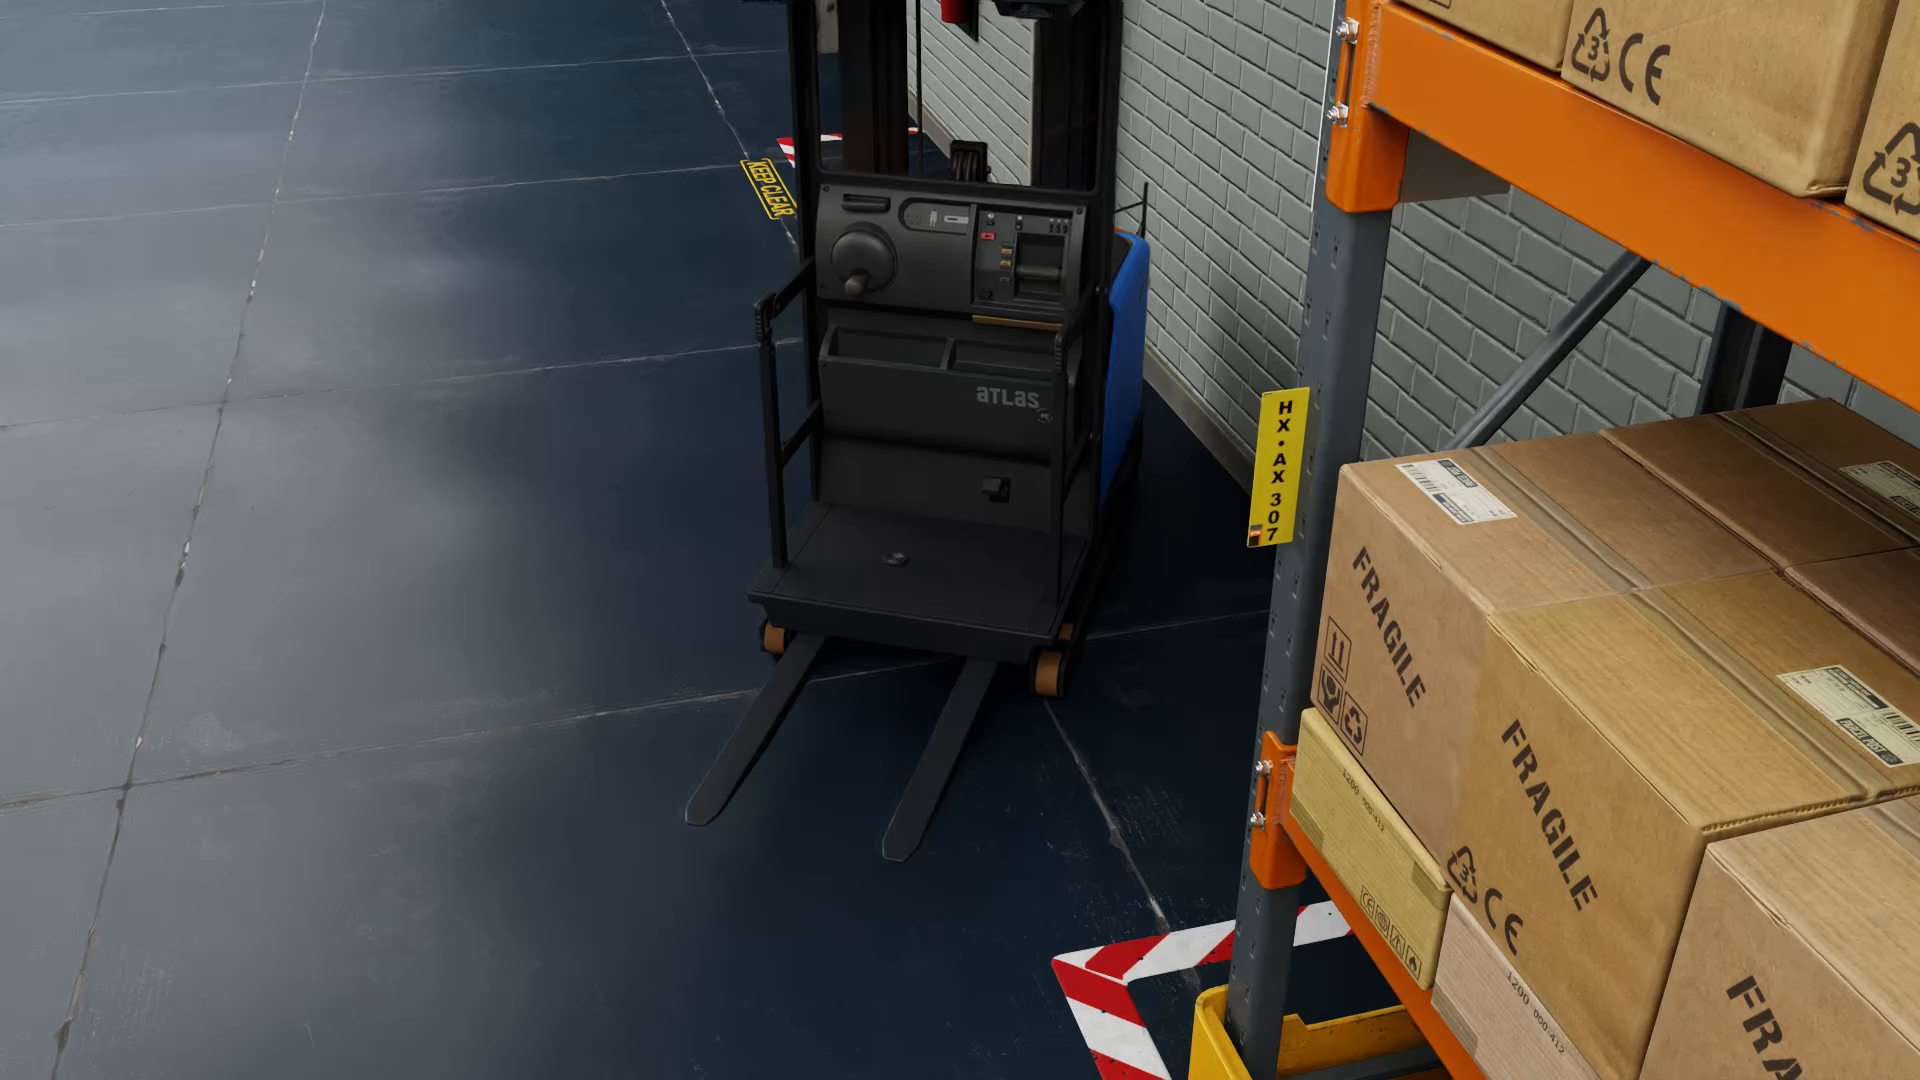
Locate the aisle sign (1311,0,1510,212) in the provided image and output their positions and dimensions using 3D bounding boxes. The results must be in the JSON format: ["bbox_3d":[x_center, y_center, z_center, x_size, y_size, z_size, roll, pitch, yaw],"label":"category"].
[{"bbox_3d":[0.815,-0.951,2.803,0.394,0.787,0.004,-8,31,-13],"label":"aisle sign"}]

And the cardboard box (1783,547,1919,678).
[{"bbox_3d":[1.577,0.345,2.541,0.500,0.500,0.500,-7,31,-13],"label":"cardboard box"}]

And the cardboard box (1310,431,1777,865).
[{"bbox_3d":[0.960,0.171,2.841,0.500,0.500,0.500,-8,31,-13],"label":"cardboard box"}]

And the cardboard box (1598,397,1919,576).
[{"bbox_3d":[1.453,0.100,2.964,0.500,0.500,0.500,-8,31,-14],"label":"cardboard box"}]

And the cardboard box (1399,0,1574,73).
[{"bbox_3d":[0.971,-0.986,2.345,0.500,0.500,0.500,-7,31,-12],"label":"cardboard box"}]

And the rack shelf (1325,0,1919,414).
[{"bbox_3d":[1.654,0.148,1.223,1.077,0.370,4.000,-8,31,-13],"label":"rack shelf"}]

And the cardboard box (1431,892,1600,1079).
[{"bbox_3d":[1.098,0.752,2.586,0.500,0.250,0.500,-9,31,-15],"label":"cardboard box"}]

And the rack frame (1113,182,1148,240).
[{"bbox_3d":[0.697,-0.933,7.165,0.240,1.200,0.006,-26,39,-37],"label":"rack frame"}]

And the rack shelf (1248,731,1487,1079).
[{"bbox_3d":[1.654,1.446,1.975,1.077,0.370,4.000,-8,31,-13],"label":"rack shelf"}]

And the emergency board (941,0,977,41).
[{"bbox_3d":[-0.069,-3.704,10.155,0.194,1.169,0.643,-8,31,-13],"label":"emergency board"}]

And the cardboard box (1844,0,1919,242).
[{"bbox_3d":[1.220,-0.472,1.457,0.500,0.500,0.500,-6,31,-11],"label":"cardboard box"}]

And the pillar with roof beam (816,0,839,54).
[{"bbox_3d":[-5.193,-7.428,10.599,9.100,9.000,0.400,-8,31,-13],"label":"pillar with roof beam"}]

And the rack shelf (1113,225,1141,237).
[{"bbox_3d":[0.633,-1.239,7.064,0.258,0.103,0.180,-26,39,-37],"label":"rack shelf"}]

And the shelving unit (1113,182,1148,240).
[{"bbox_3d":[0.633,-0.966,7.222,0.258,1.200,0.189,-26,39,-37],"label":"shelving unit"}]

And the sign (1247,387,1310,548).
[{"bbox_3d":[0.600,-0.133,3.122,0.100,0.325,0.005,-8,31,-13],"label":"sign"}]

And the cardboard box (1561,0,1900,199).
[{"bbox_3d":[1.079,-0.722,1.889,0.500,0.500,0.500,-6,31,-10],"label":"cardboard box"}]

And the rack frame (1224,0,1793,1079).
[{"bbox_3d":[1.123,0.169,3.463,1.000,3.000,0.127,-8,31,-13],"label":"rack frame"}]

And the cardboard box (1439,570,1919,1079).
[{"bbox_3d":[1.081,0.411,2.426,0.500,0.500,0.500,-8,31,-13],"label":"cardboard box"}]

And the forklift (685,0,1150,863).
[{"bbox_3d":[-0.091,-0.936,5.441,1.130,2.935,3.031,8,31,13],"label":"forklift"}]

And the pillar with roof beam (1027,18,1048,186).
[{"bbox_3d":[-3.600,-4.530,5.593,9.100,9.000,0.400,-8,31,-13],"label":"pillar with roof beam"}]
